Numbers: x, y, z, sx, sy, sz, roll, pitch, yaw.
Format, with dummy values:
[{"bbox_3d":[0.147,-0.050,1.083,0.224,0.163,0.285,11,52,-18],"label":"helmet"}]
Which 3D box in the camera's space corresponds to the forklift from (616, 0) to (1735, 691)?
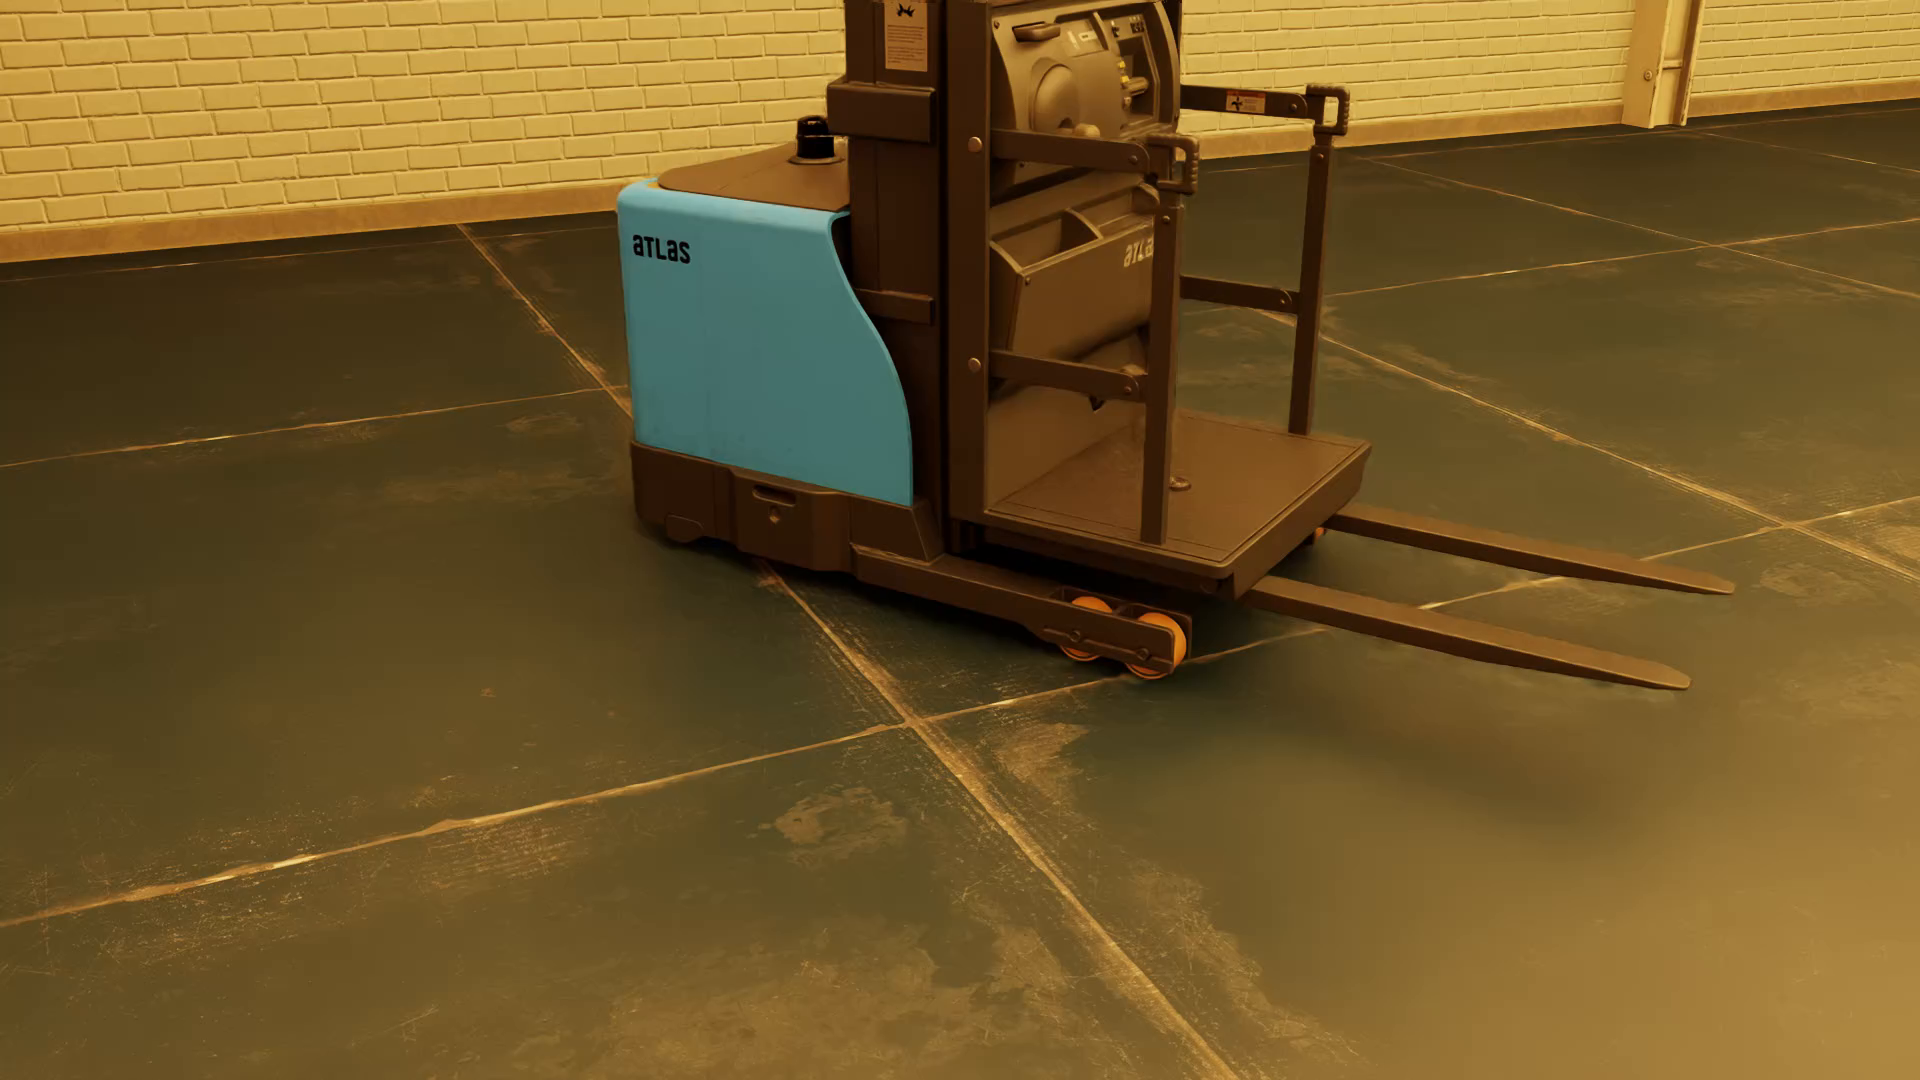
[{"bbox_3d":[0.519,-1.230,4.247,3.031,2.935,1.130,13,26,29],"label":"forklift"}]
